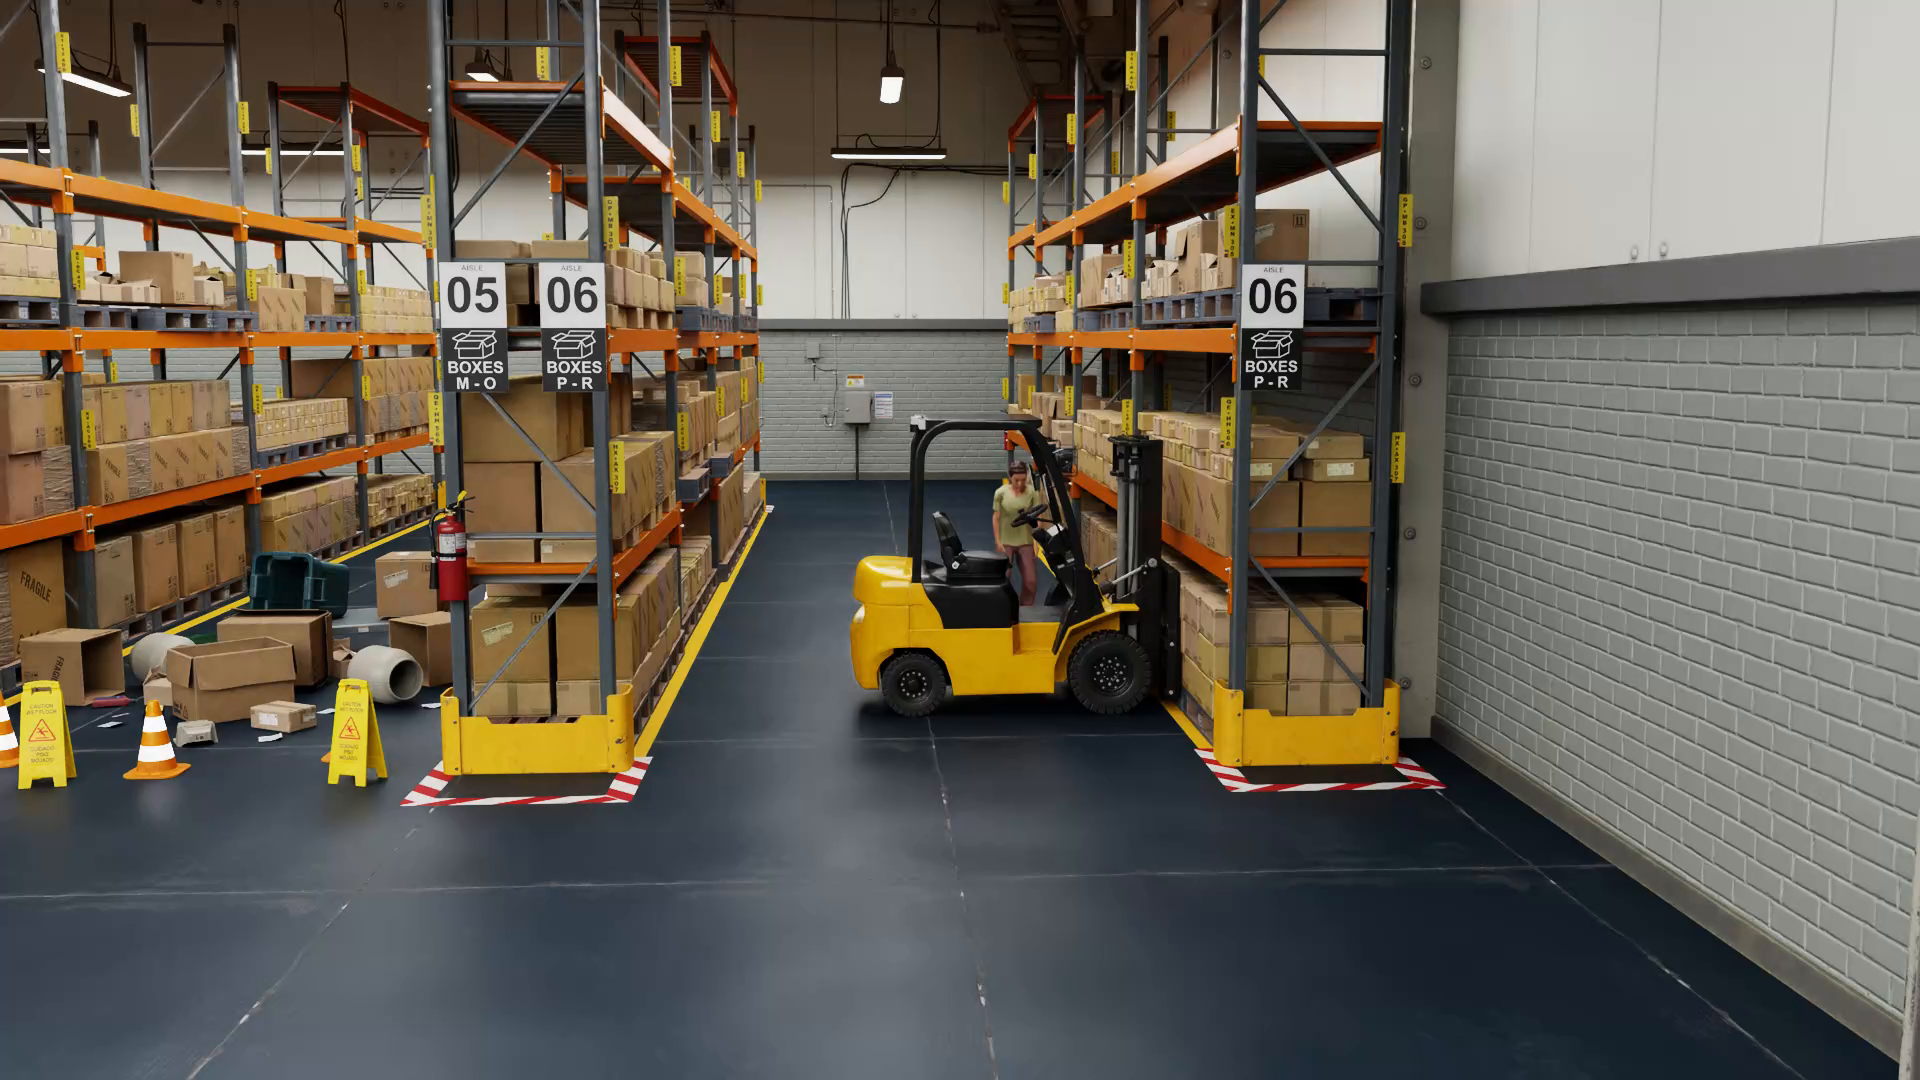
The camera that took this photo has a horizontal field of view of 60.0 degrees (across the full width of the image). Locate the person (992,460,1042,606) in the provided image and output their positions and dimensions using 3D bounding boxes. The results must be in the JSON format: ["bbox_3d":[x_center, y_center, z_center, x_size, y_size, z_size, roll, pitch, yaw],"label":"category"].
[{"bbox_3d":[0.534,0.063,15.489,0.470,1.625,0.385,0,7,-2],"label":"person"}]
